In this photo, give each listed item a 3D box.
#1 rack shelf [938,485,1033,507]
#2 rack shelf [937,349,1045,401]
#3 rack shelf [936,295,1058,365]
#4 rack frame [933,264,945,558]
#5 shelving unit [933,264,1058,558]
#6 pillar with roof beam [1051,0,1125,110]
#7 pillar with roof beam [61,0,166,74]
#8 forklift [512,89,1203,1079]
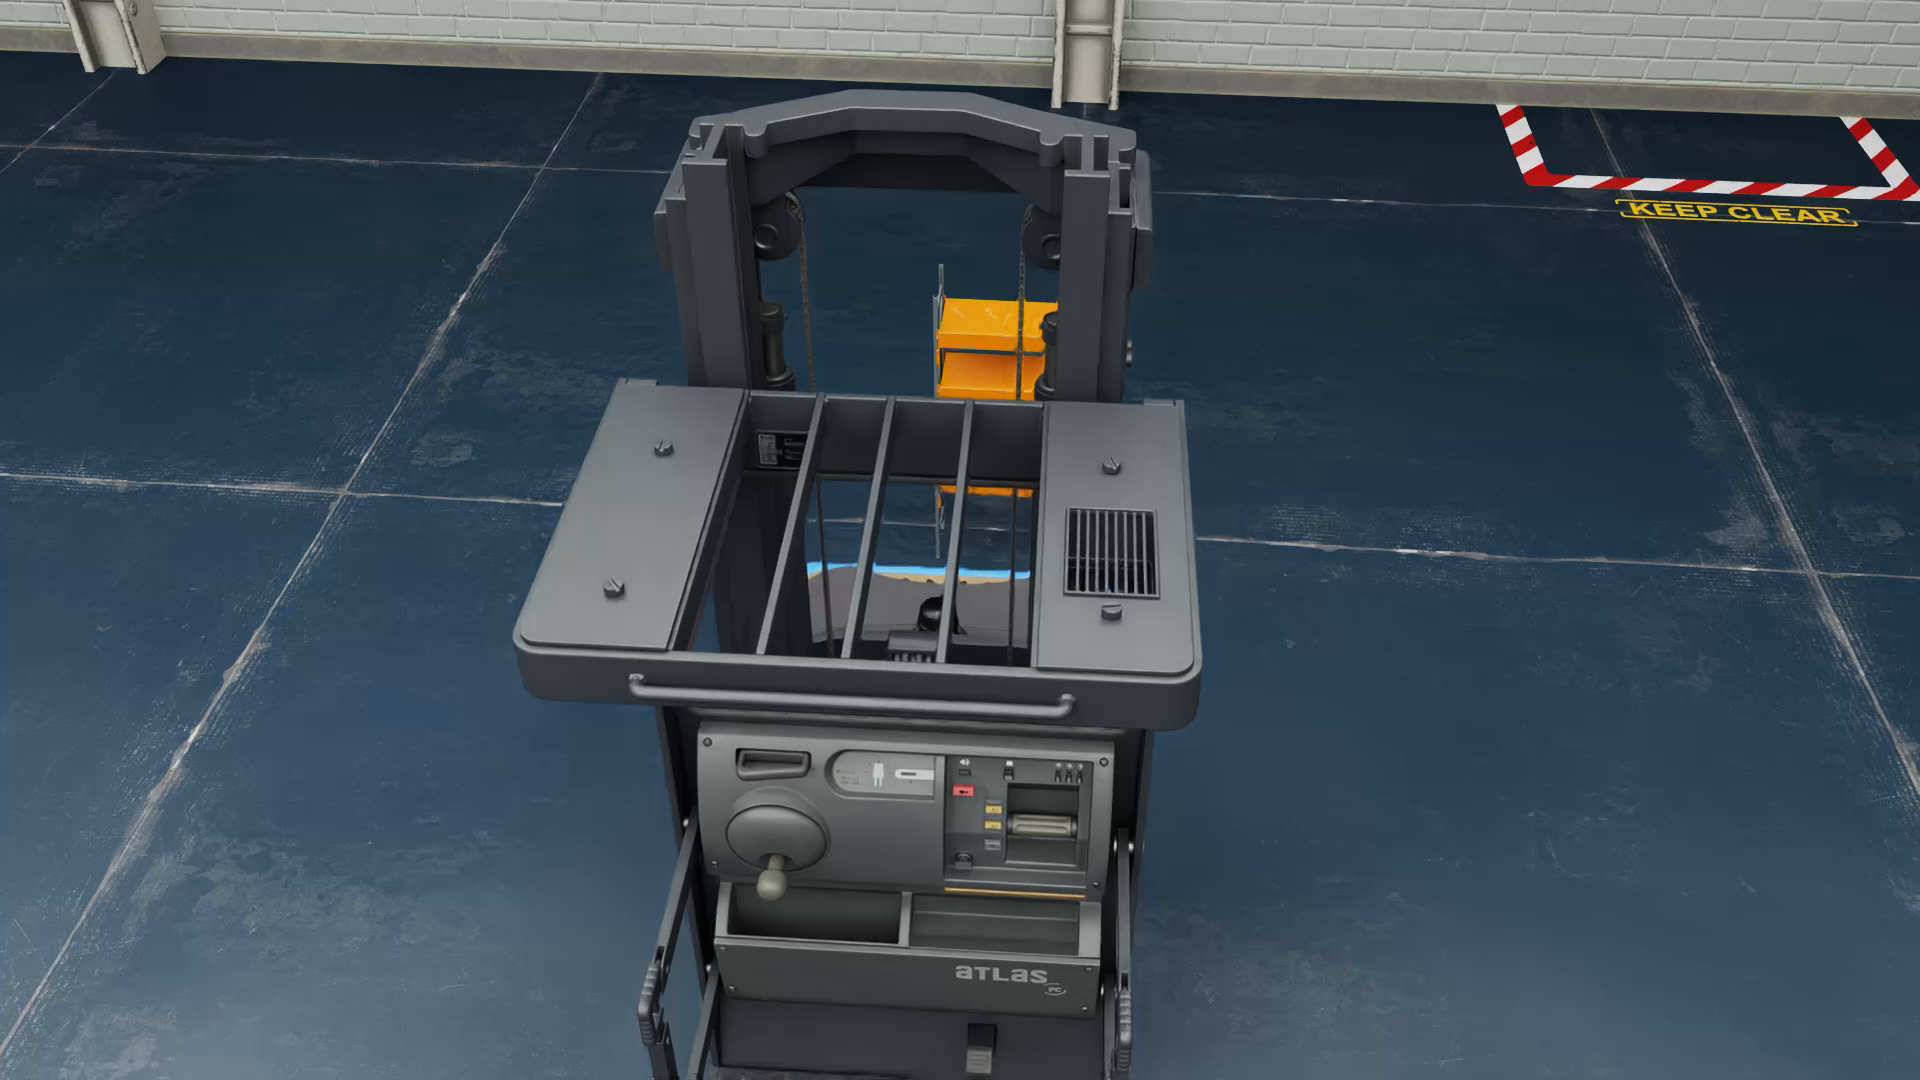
[{"bbox_3d":[0.165,-0.250,6.528,0.480,0.148,0.258,3,39,4],"label":"rack shelf"},{"bbox_3d":[0.165,-0.578,6.261,0.480,0.148,0.258,3,39,4],"label":"rack shelf"},{"bbox_3d":[0.165,-0.761,6.112,0.480,0.148,0.258,3,39,4],"label":"rack shelf"},{"bbox_3d":[-0.078,-0.470,6.376,0.015,1.200,0.240,3,39,4],"label":"rack frame"},{"bbox_3d":[0.165,-0.456,6.360,0.503,1.200,0.258,3,39,4],"label":"shelving unit"},{"bbox_3d":[0.385,-3.448,3.858,0.400,9.000,9.100,3,39,4],"label":"pillar with roof beam"},{"bbox_3d":[-5.593,-3.775,4.260,0.400,9.000,9.100,3,39,4],"label":"pillar with roof beam"},{"bbox_3d":[-0.137,0.701,3.567,1.130,2.935,3.031,2,39,3],"label":"forklift"}]
